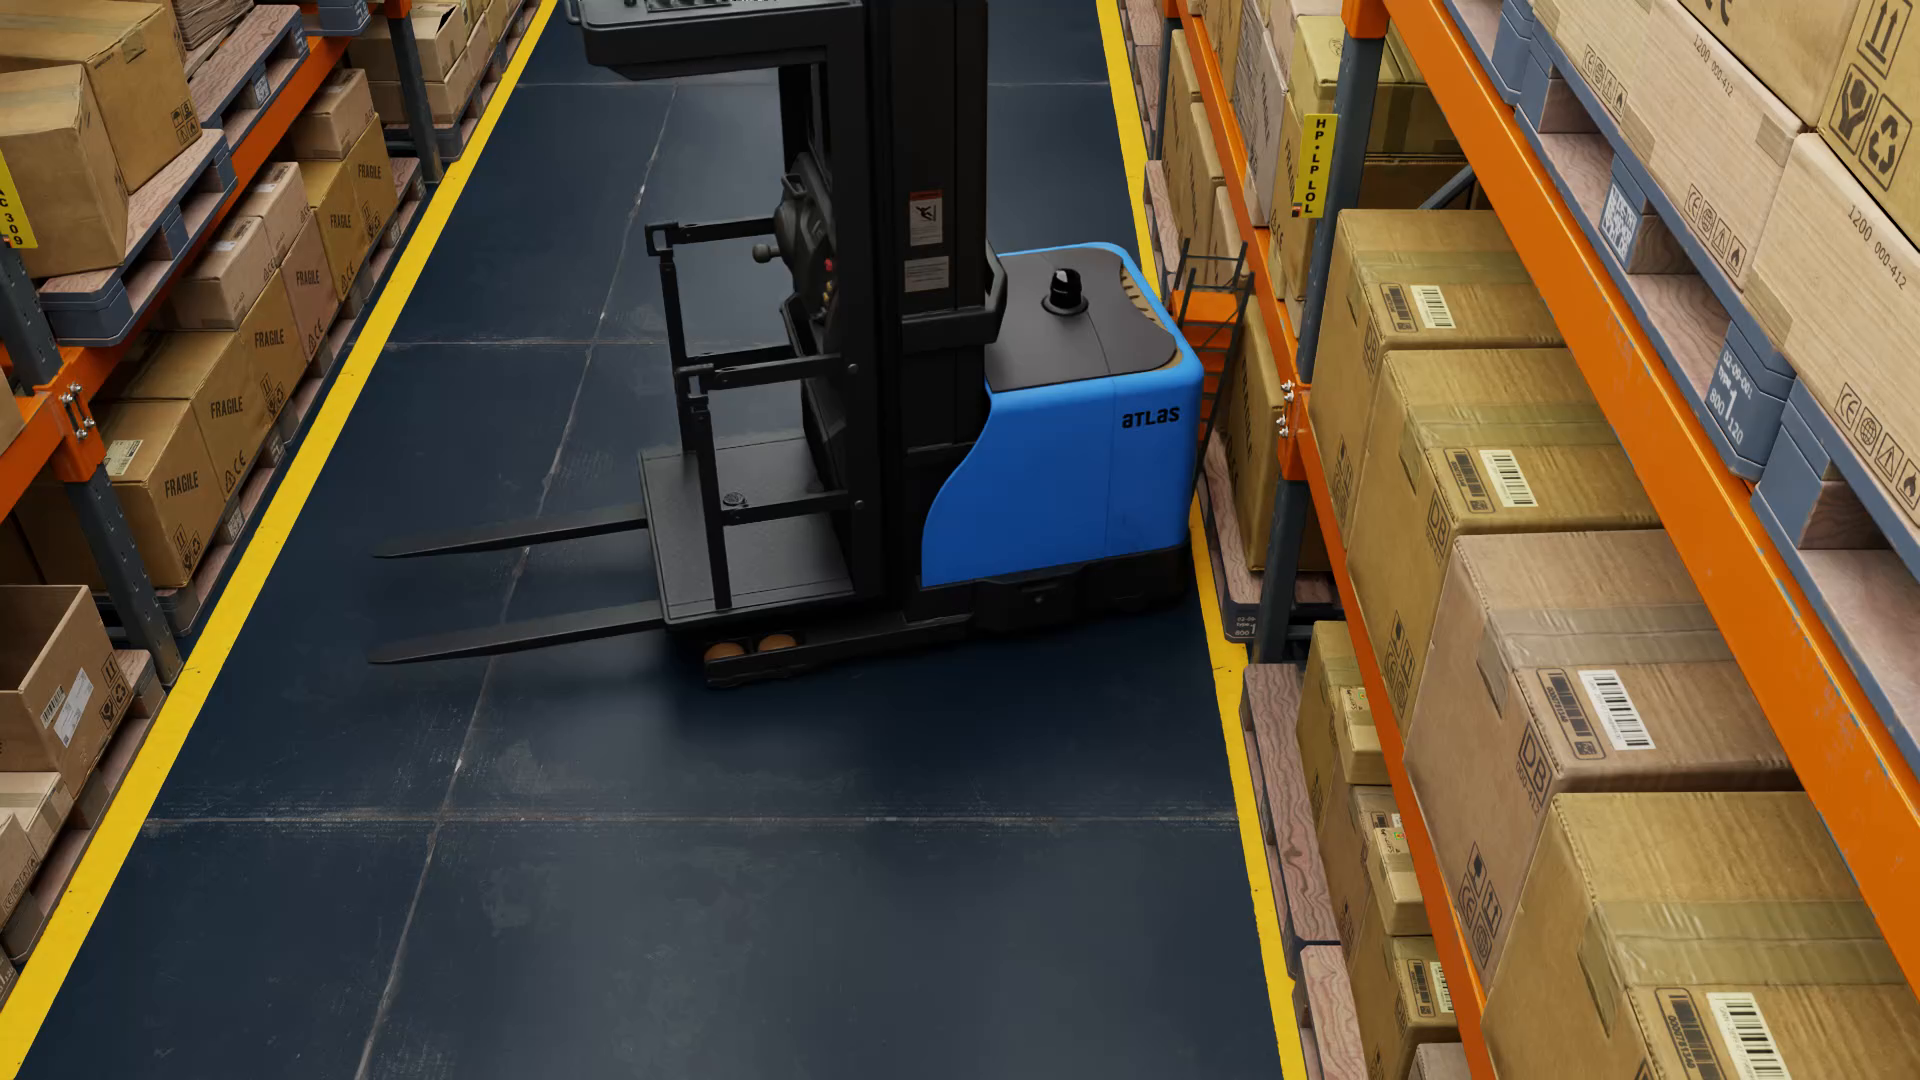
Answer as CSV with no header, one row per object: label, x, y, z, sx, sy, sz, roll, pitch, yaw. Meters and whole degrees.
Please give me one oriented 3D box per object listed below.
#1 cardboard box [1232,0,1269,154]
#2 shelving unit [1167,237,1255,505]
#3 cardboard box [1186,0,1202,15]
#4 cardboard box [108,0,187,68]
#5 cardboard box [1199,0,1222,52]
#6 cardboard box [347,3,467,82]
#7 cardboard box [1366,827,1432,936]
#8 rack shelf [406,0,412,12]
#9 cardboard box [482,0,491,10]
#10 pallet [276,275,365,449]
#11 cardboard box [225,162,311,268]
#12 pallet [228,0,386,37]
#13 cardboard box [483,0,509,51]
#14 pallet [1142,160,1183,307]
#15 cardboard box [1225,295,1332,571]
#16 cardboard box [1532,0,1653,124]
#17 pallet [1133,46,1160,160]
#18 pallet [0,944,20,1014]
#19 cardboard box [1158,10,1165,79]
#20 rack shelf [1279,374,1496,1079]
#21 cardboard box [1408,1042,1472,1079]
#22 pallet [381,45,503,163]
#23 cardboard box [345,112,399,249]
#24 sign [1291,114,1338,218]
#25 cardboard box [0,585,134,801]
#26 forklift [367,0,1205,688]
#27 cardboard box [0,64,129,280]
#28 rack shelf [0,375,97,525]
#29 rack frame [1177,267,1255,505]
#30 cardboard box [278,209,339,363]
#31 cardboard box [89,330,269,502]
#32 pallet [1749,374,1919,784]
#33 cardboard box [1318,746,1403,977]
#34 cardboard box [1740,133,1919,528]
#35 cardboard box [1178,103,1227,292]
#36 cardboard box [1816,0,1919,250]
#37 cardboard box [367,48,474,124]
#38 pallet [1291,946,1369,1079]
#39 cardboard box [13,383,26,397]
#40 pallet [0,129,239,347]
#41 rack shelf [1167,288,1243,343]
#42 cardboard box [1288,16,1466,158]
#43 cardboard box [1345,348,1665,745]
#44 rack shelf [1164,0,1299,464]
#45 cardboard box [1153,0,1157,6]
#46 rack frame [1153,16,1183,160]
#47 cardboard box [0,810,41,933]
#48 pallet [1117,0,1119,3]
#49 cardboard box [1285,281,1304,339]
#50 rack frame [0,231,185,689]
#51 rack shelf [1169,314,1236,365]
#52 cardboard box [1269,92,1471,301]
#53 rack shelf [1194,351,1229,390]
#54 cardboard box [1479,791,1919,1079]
cardboard box,1.323,-1.757,6.210,0.500,0.500,0.500,0,39,0
shelving unit,0.899,-0.636,6.553,0.258,1.200,0.189,3,46,-5
cardboard box,1.249,-2.554,7.723,0.380,0.149,0.250,1,39,1
cardboard box,-3.440,-1.974,6.399,0.700,0.500,0.500,-9,40,-11
cardboard box,1.309,-2.395,7.006,0.500,0.500,0.500,0,39,0
cardboard box,-3.087,-2.806,9.267,0.500,0.311,0.500,1,39,1
cardboard box,1.295,0.894,4.380,0.380,0.149,0.250,-1,39,-1
rack shelf,-3.383,-4.138,10.090,1.077,0.370,4.000,0,39,0
cardboard box,-3.095,-3.453,10.075,0.500,0.311,0.500,-1,39,-1
pallet,-3.419,-0.852,7.644,1.003,0.211,1.213,0,39,0
cardboard box,-3.135,-1.397,7.142,0.500,0.250,0.500,-1,39,-1
pallet,-3.310,-2.669,7.836,1.213,0.211,1.003,0,39,0
cardboard box,-3.096,-3.226,10.240,0.500,0.250,0.500,-1,39,-1
pallet,1.499,-1.593,8.569,1.003,0.211,1.213,0,39,0
cardboard box,1.447,-0.404,6.239,0.750,0.750,0.750,0,39,0
cardboard box,1.309,-0.916,2.799,0.500,0.250,0.500,-1,39,-1
pallet,1.574,-2.574,9.794,1.003,0.211,1.213,0,39,0
pallet,-3.372,1.616,4.565,1.003,0.211,1.213,0,39,0
cardboard box,1.520,-2.820,9.518,0.700,0.500,0.500,0,39,1
rack shelf,1.580,0.859,3.855,1.077,0.370,4.000,0,39,0
cardboard box,1.480,1.575,4.049,0.700,0.500,0.500,-1,39,-2
pallet,-3.343,-2.595,9.819,1.003,0.211,1.213,0,39,0
cardboard box,-3.145,-1.780,8.219,0.500,0.500,0.500,1,39,2
sign,1.035,-1.087,4.845,0.100,0.325,0.005,0,39,0
cardboard box,-3.092,0.493,5.383,0.500,0.500,0.500,0,39,0
forklift,-0.701,-0.970,5.617,3.031,2.935,1.130,-9,40,-11
cardboard box,-3.153,-1.166,5.391,0.700,0.500,0.500,-13,40,-15
rack shelf,-3.374,0.865,3.848,1.077,0.370,4.000,0,39,0
rack frame,0.902,-0.570,6.489,0.240,1.200,0.006,3,46,-5
cardboard box,-3.138,-1.128,7.406,0.500,0.500,0.500,-1,39,-2
cardboard box,-3.145,-0.499,6.621,0.500,0.500,0.500,0,39,1
pallet,1.571,0.229,1.738,1.003,0.211,1.213,0,39,0
cardboard box,1.473,0.921,4.865,0.700,0.500,0.500,0,39,-1
cardboard box,1.314,-0.269,1.993,0.500,0.250,0.500,-1,39,-2
cardboard box,1.437,-1.491,7.595,0.750,0.750,0.750,0,39,0
cardboard box,1.319,-0.549,1.742,0.500,0.500,0.500,1,39,1
cardboard box,-3.087,-2.587,9.442,0.500,0.250,0.500,0,39,0
pallet,1.505,1.656,4.515,1.003,0.211,1.213,0,39,0
cardboard box,-3.655,-0.480,6.598,0.500,0.500,0.500,0,39,0
pallet,-3.268,-1.092,5.867,1.003,0.211,1.213,0,39,0
rack shelf,0.930,-0.854,6.327,0.258,0.103,0.180,3,46,-5
cardboard box,1.321,-1.420,5.190,0.500,0.250,0.500,1,39,1
cardboard box,1.557,0.006,4.104,0.980,0.700,0.700,-1,39,-1
rack shelf,1.575,-1.643,6.976,1.077,0.370,4.000,0,39,0
cardboard box,1.597,-3.769,10.702,0.700,0.500,0.500,0,39,0
rack frame,1.573,-3.174,8.312,1.000,3.000,0.127,0,39,0
cardboard box,-3.091,1.036,4.857,0.500,0.311,0.500,0,39,0
pallet,1.571,-4.100,11.698,1.003,0.211,1.213,0,39,0
cardboard box,1.294,-0.794,5.526,0.380,0.149,0.250,0,39,0
rack frame,-3.376,-0.667,5.183,1.000,3.000,0.127,0,39,0
rack shelf,0.919,-0.771,6.413,0.258,0.103,0.180,3,46,-5
cardboard box,1.325,-1.124,5.420,0.500,0.500,0.500,-1,39,-1
rack shelf,0.907,-0.688,6.499,0.258,0.103,0.180,3,46,-5
cardboard box,1.560,0.938,2.941,0.980,0.700,0.700,0,39,0
